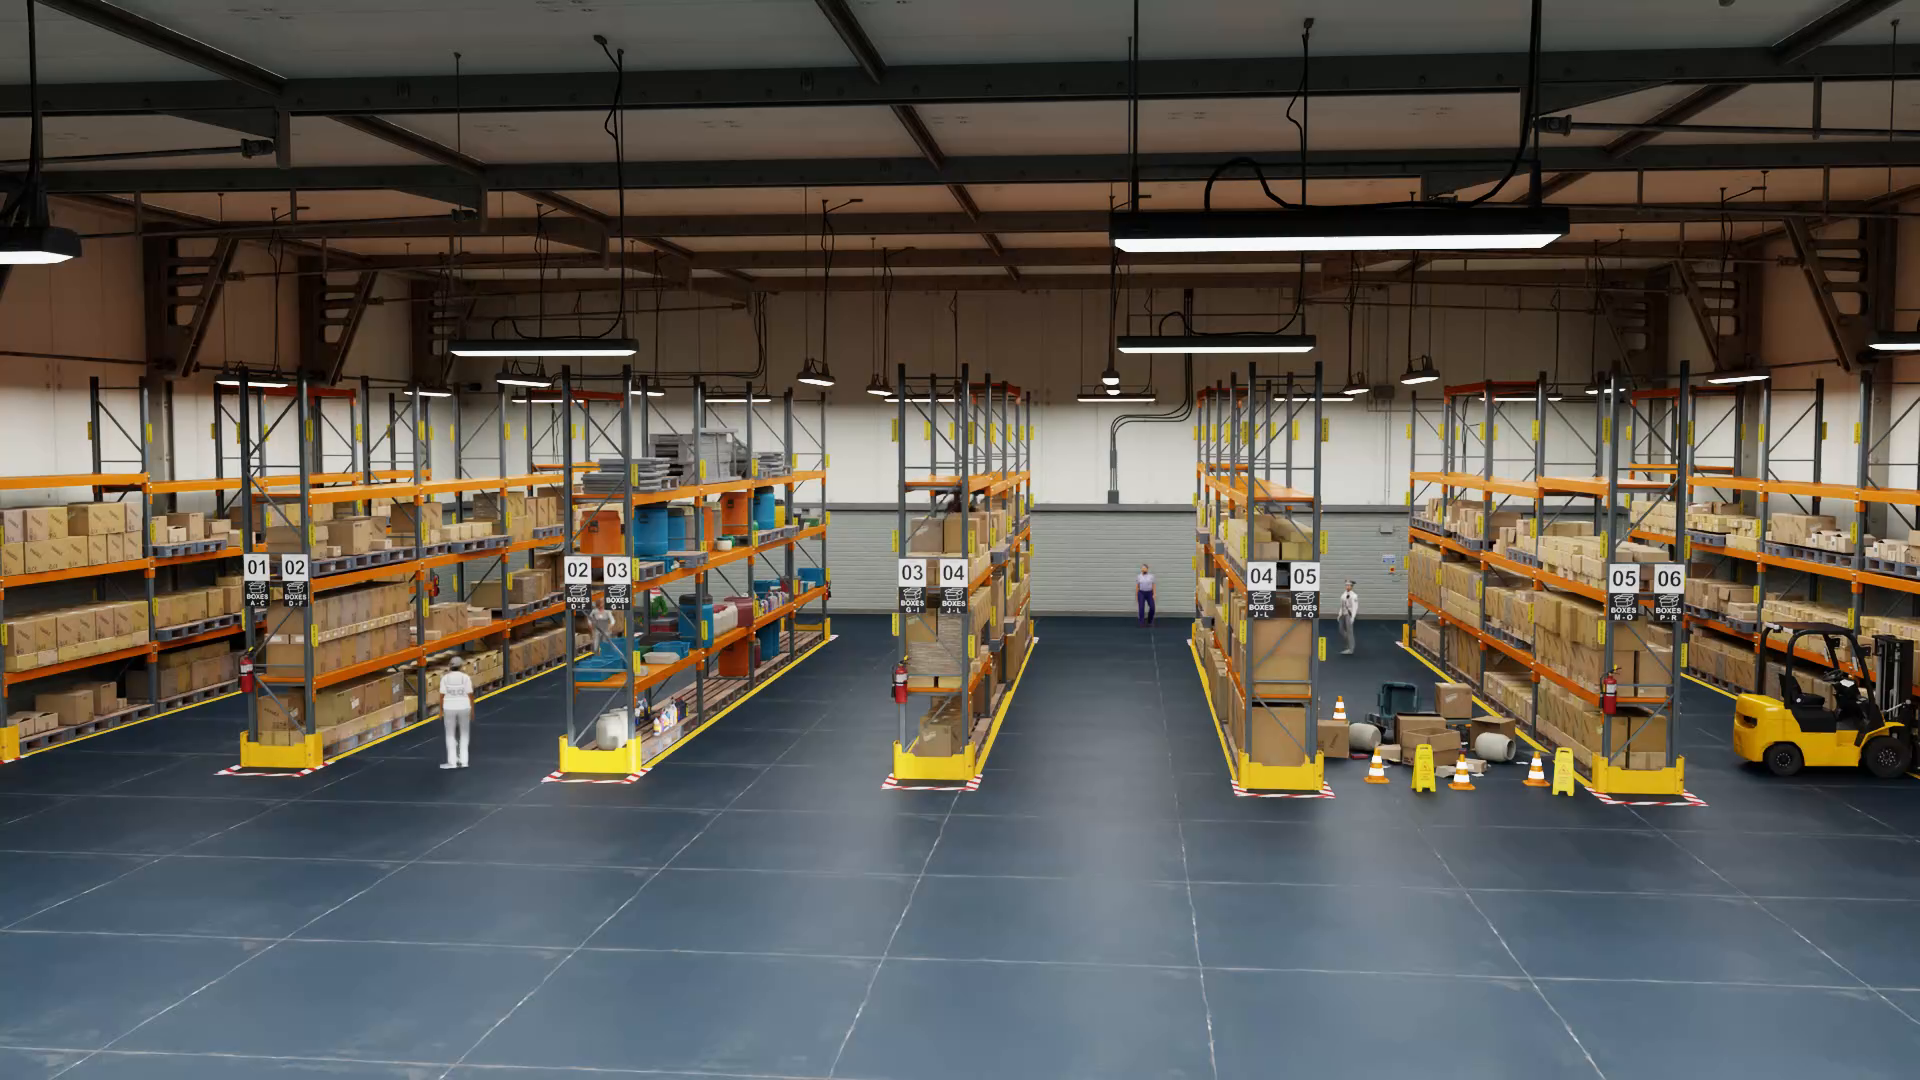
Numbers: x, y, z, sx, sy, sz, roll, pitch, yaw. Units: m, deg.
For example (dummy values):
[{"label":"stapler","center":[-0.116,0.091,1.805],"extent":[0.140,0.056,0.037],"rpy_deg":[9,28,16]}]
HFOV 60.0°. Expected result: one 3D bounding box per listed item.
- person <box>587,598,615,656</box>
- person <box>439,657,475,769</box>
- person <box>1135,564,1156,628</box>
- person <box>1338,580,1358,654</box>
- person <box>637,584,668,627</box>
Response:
[{"label":"person","center":[-7.528,1.996,34.893],"extent":[0.547,1.589,0.648],"rpy_deg":[1,4,9]},{"label":"person","center":[-7.532,2.581,24.881],"extent":[0.527,1.683,0.405],"rpy_deg":[-1,4,-12]},{"label":"person","center":[4.785,1.444,42.888],"extent":[0.530,1.663,0.421],"rpy_deg":[0,4,-4]},{"label":"person","center":[8.797,1.747,37.732],"extent":[0.386,1.719,0.533],"rpy_deg":[0,4,-7]},{"label":"person","center":[-7.764,1.402,42.234],"extent":[0.845,1.746,0.658],"rpy_deg":[0,4,6]}]
